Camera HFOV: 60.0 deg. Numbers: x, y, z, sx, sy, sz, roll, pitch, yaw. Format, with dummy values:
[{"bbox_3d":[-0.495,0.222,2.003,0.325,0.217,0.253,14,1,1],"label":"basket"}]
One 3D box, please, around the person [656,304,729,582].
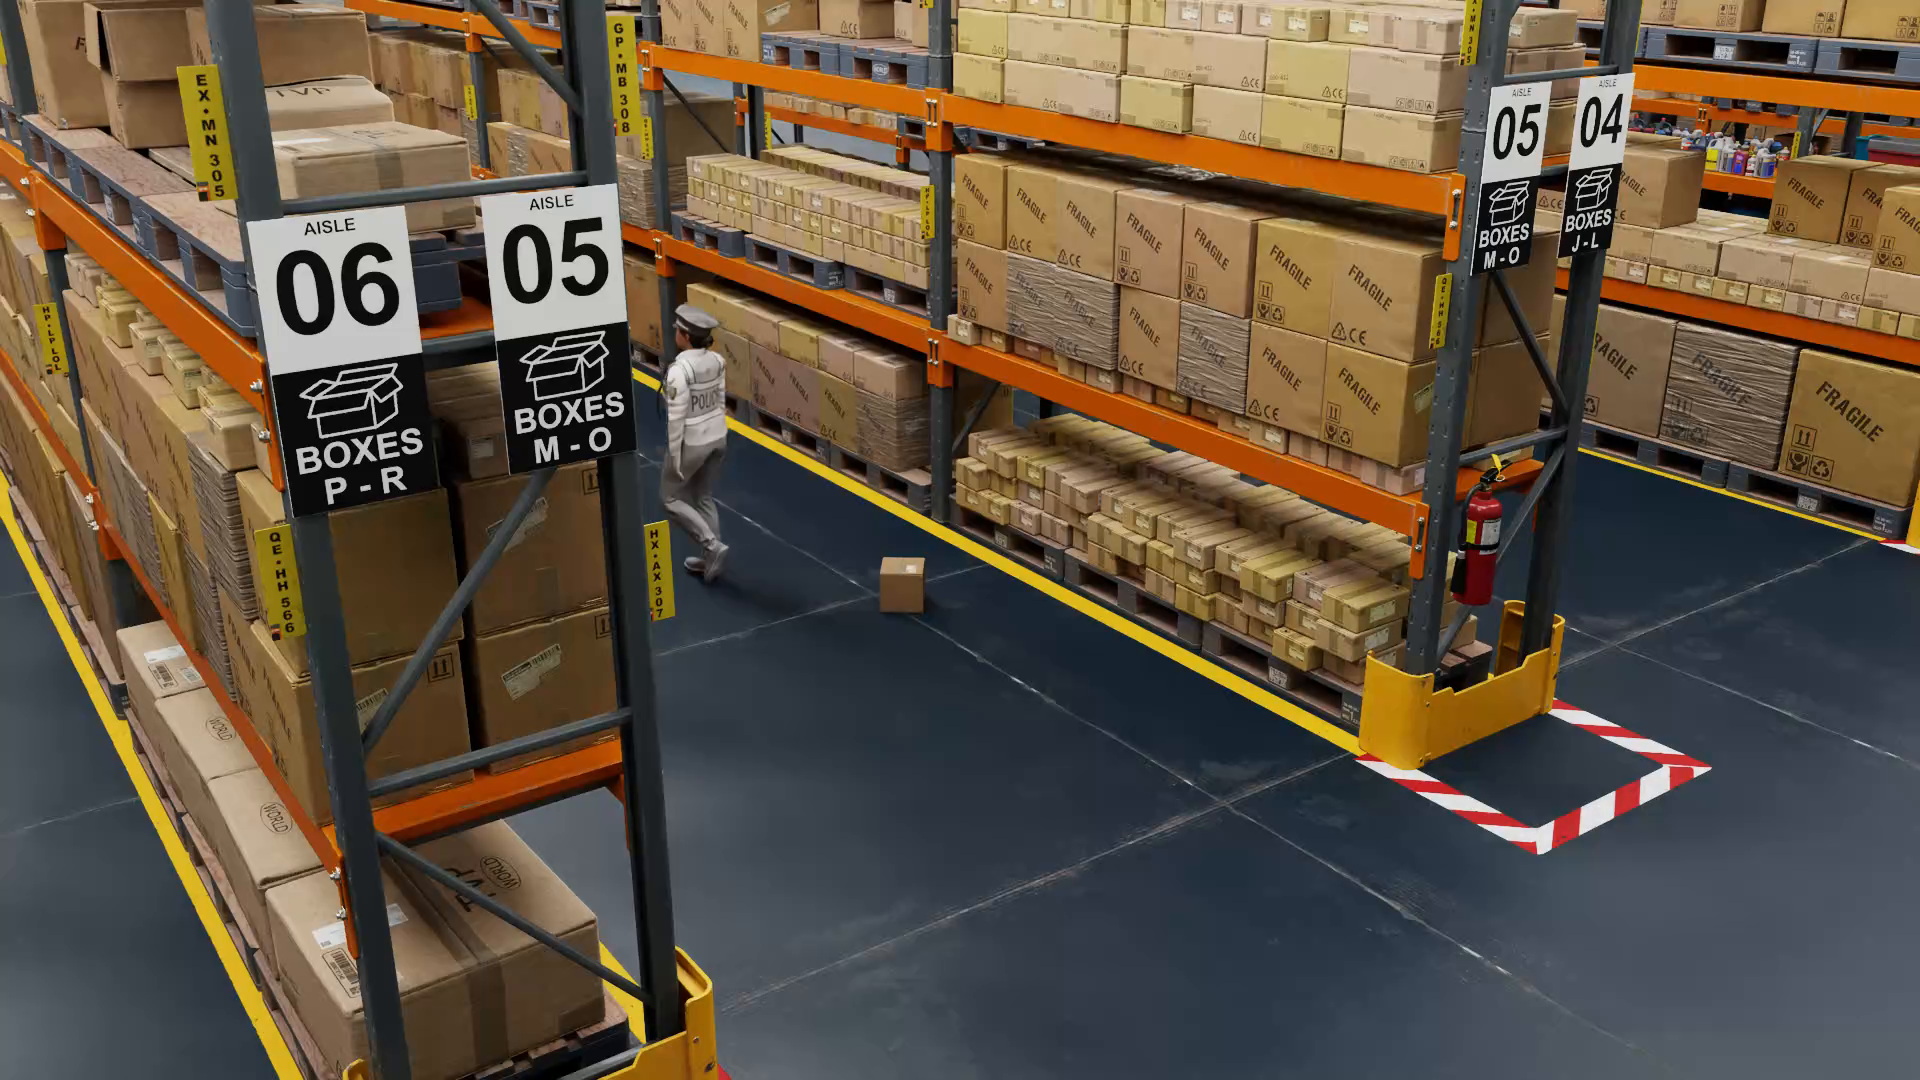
[{"bbox_3d":[-1.539,-0.563,9.908,0.470,1.679,0.487,14,25,31],"label":"person"}]
